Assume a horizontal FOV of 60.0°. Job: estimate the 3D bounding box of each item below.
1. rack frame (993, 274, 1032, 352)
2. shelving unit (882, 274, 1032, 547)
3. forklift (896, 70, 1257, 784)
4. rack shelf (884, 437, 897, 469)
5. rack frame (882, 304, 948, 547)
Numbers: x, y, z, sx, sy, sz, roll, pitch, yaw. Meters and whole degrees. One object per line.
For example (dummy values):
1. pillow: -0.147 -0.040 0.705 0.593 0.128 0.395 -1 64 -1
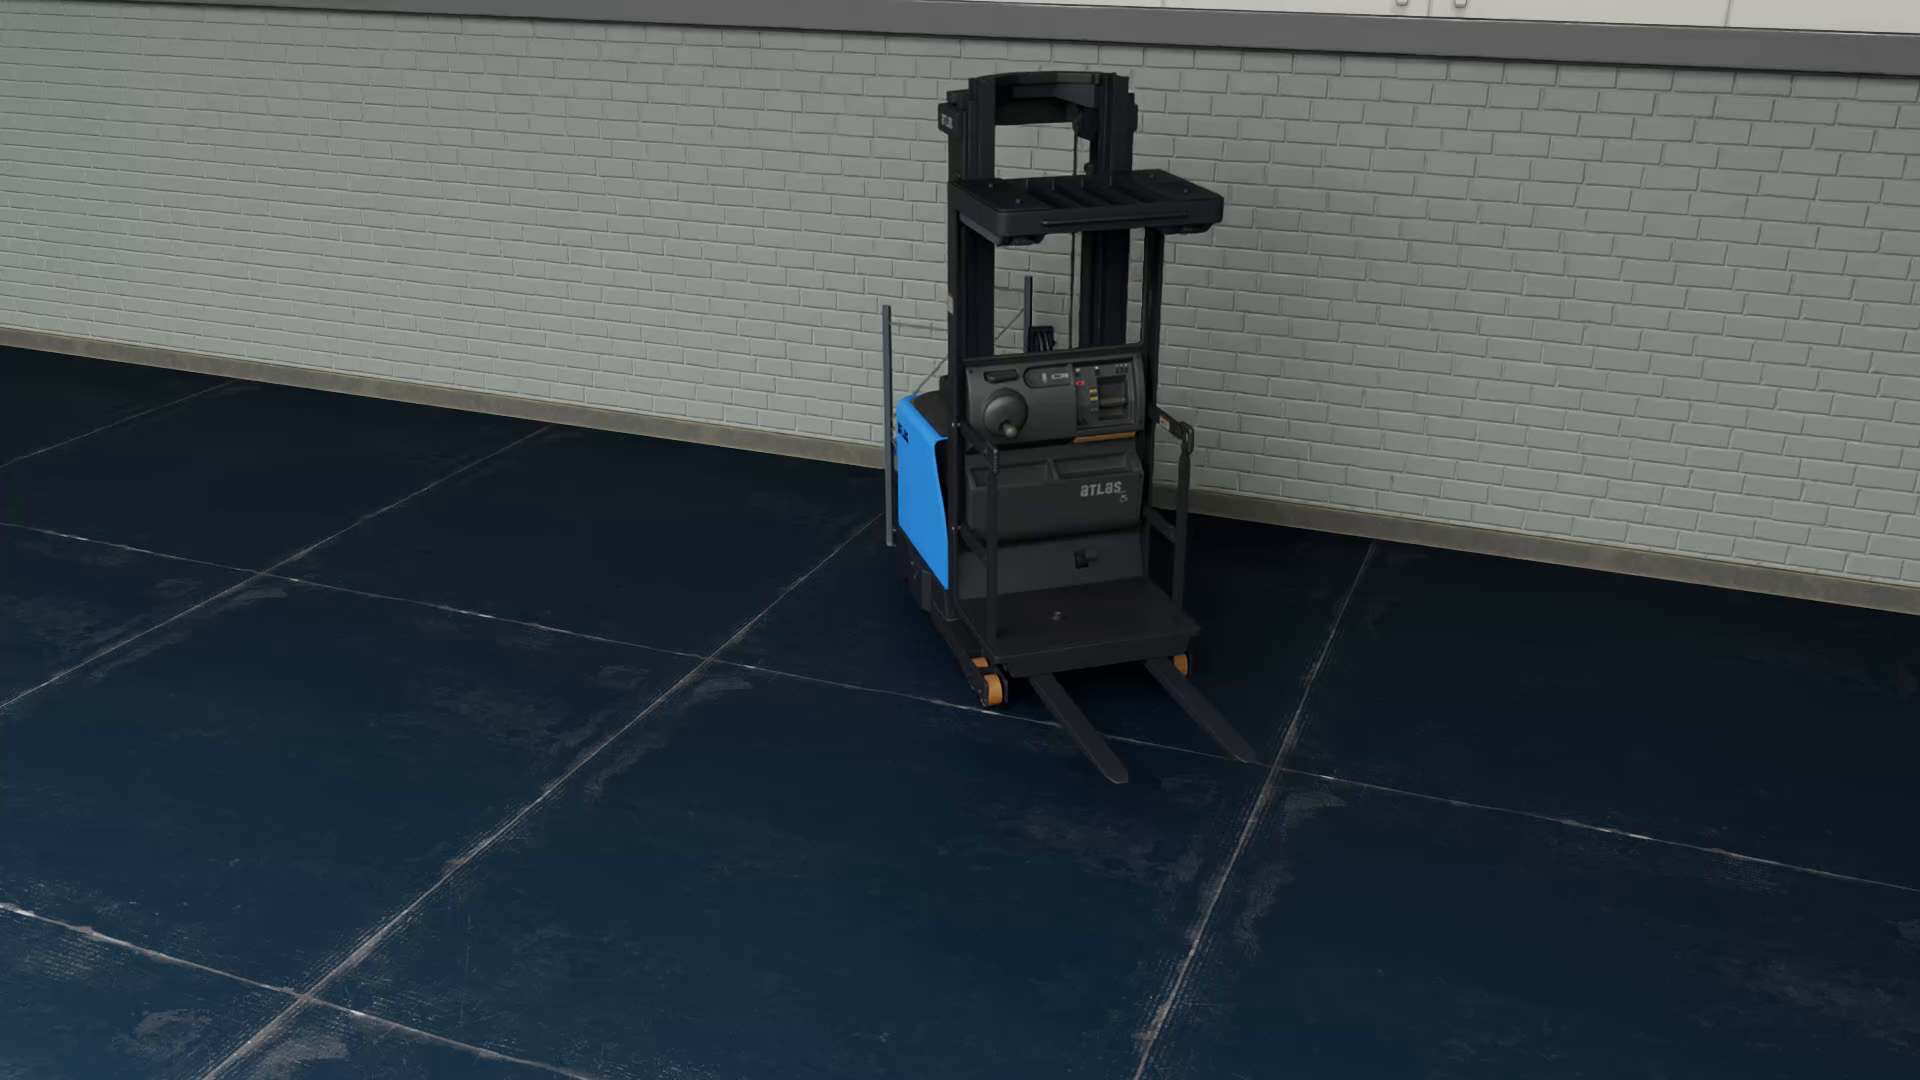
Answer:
1. rack frame: 0.214 -0.981 10.652 0.500 1.500 0.032 10 25 23
2. shelving unit: -0.002 -0.803 10.228 0.538 1.500 1.048 10 25 23
3. forklift: 0.547 -0.693 8.108 1.130 2.935 3.031 -7 24 -16
4. rack shelf: -0.002 -0.637 10.297 0.538 0.185 1.000 10 25 23
5. rack frame: -0.218 -0.626 9.803 0.500 1.500 0.032 10 25 23
